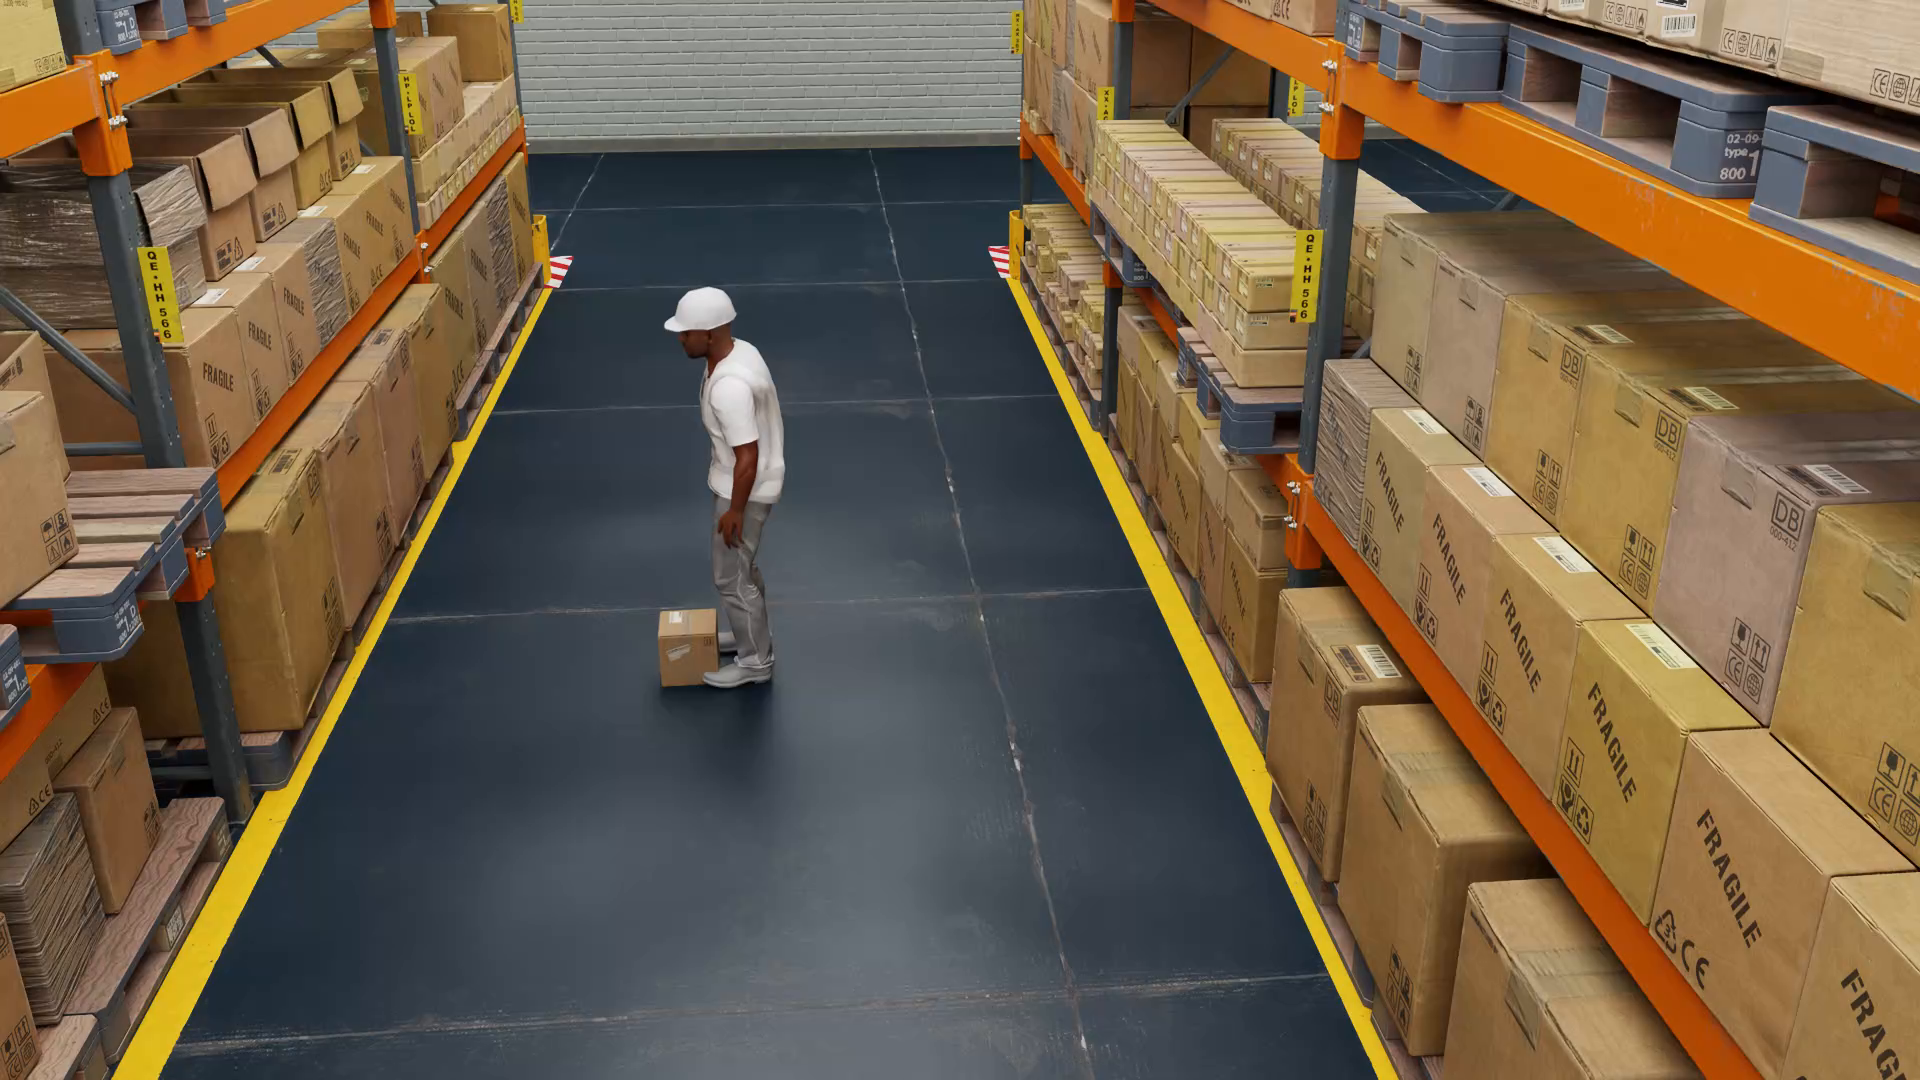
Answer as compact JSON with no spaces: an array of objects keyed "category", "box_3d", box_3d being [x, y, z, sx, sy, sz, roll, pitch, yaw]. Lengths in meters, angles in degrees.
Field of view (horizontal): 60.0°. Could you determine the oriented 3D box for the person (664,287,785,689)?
[{"category":"person","box_3d":[-0.975,-0.227,7.098,0.463,1.759,0.626,-3,24,-8]}]
